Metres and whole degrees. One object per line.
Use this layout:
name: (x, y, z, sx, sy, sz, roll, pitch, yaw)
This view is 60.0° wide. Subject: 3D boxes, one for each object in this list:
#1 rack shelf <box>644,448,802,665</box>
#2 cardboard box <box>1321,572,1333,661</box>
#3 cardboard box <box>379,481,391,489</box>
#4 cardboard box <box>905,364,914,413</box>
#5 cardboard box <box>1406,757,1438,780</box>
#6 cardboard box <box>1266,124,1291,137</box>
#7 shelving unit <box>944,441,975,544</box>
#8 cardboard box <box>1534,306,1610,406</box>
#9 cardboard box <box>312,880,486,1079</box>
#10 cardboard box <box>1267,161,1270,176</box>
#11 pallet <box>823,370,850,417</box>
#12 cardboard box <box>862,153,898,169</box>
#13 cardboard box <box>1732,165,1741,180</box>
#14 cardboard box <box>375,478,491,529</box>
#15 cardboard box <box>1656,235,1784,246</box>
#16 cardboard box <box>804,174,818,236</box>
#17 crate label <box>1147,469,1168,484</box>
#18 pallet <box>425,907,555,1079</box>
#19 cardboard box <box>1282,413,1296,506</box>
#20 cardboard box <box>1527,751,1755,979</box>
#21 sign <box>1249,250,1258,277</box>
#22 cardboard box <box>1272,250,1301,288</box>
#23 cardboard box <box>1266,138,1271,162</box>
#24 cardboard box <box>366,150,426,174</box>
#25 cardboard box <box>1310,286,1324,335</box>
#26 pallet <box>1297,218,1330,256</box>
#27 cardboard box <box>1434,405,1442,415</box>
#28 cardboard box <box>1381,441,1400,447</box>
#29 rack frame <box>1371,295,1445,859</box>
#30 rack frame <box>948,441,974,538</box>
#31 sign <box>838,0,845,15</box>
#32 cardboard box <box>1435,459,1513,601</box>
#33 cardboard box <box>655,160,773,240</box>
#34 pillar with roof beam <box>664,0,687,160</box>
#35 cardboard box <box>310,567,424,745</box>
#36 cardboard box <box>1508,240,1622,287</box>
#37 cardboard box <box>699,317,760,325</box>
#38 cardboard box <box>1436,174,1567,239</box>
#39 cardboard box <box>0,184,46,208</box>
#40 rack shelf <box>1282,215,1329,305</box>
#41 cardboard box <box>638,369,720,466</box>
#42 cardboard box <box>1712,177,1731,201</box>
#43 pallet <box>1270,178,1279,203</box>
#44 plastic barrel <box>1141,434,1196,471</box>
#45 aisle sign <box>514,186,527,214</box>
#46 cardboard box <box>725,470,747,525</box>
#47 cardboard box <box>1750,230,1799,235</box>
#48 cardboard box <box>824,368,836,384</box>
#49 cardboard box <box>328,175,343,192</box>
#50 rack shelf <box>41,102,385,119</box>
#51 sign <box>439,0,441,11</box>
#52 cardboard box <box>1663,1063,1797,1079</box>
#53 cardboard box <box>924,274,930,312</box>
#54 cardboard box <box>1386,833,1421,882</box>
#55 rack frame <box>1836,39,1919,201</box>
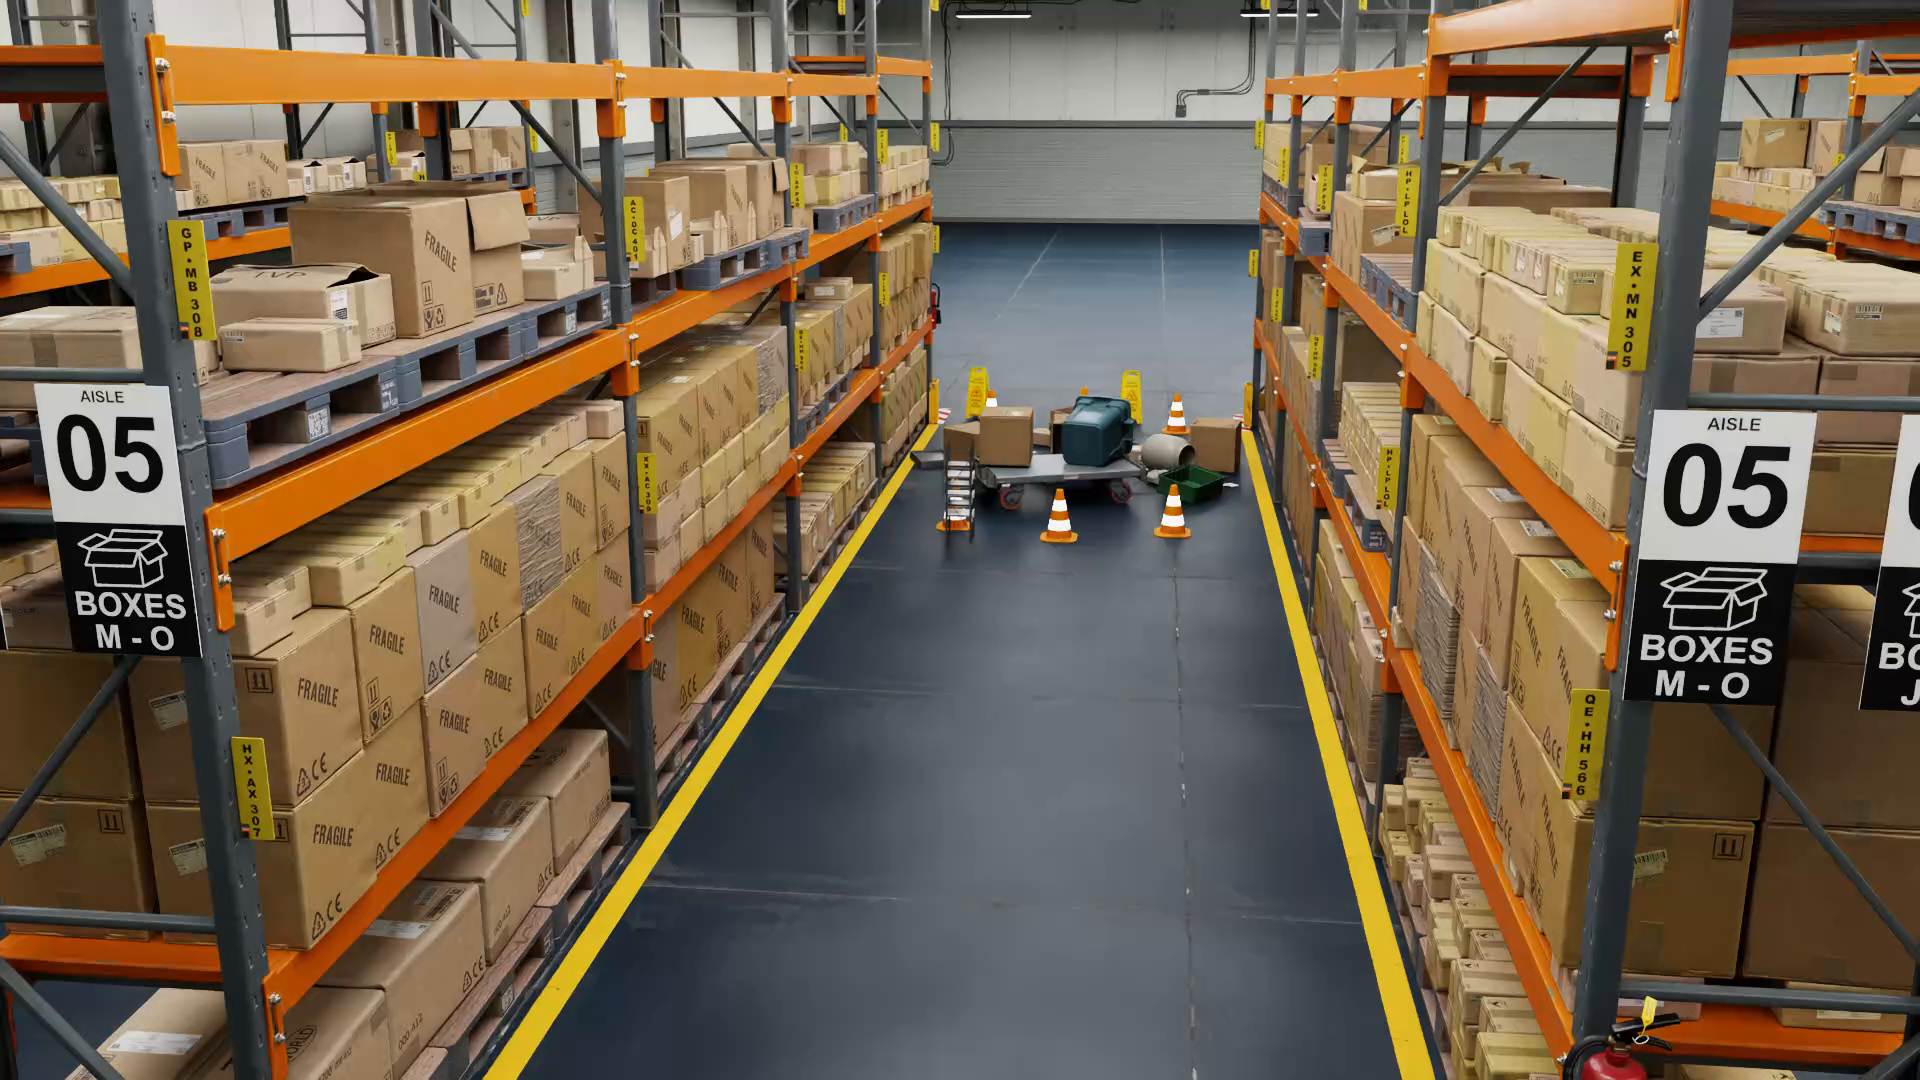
rack shelf: (-1.979, -0.029, 10.989, 1.077, 0.370, 4.000, 2, 15, 6)
cardboard box: (2.790, 0.535, 11.510, 0.500, 0.500, 0.500, 2, 15, 7)
cardboard box: (-2.592, -0.295, 7.244, 0.380, 0.149, 0.250, 2, 15, 6)
cardboard box: (-0.801, -1.726, 18.912, 0.500, 0.500, 0.500, 1, 15, 5)
cardboard box: (2.481, 1.231, 8.467, 0.380, 0.149, 0.250, 2, 15, 9)
cardboard box: (3.696, -4.671, 18.988, 0.380, 0.149, 0.250, 2, 15, 7)
shelving unit: (-0.001, -0.432, 15.125, 0.258, 0.900, 0.210, 2, 15, 6)
cardboard box: (2.130, -0.577, 5.221, 0.500, 0.250, 0.500, 1, 15, 5)
cardboard box: (-2.586, 1.802, 6.943, 0.875, 0.438, 0.875, 2, 15, 8)
cardboard box: (3.637, -4.152, 18.596, 0.380, 0.149, 0.250, 2, 15, 7)
pallet: (-1.570, -1.317, 14.742, 1.003, 0.211, 1.213, 2, 15, 6)
cardboard box: (-0.847, -3.920, 17.208, 0.380, 0.149, 0.250, 2, 15, 6)
cardboard box: (8.602, -3.979, 17.997, 0.380, 0.149, 0.250, 2, 15, 9)
cardboard box: (-2.124, -0.149, 6.706, 0.380, 0.149, 0.250, 1, 15, 5)
cardboard box: (2.833, -1.056, 6.227, 0.380, 0.149, 0.250, 1, 15, 5)
cardboard box: (-1.609, -2.789, 13.875, 0.797, 0.503, 0.637, 2, 15, 6)
crate label: (2.111, -0.652, 17.398, 0.298, 0.136, 0.250, -10, 18, -32)
pallet: (-2.503, 2.001, 7.447, 1.003, 0.211, 1.213, 2, 15, 6)
cardboard box: (3.647, -0.766, 15.842, 1.050, 0.750, 0.750, 2, 15, 6)
cardboard box: (2.069, 0.983, 5.105, 0.500, 0.500, 0.500, 2, 15, 7)
sign: (3.529, -3.324, 19.988, 0.100, 0.325, 0.005, 2, 15, 6)
cardboard box: (3.650, -2.647, 16.938, 0.875, 0.550, 0.550, 2, 15, 6)
cardboard box: (3.714, -4.371, 18.644, 0.500, 0.250, 0.500, 2, 15, 6)
cardboard box: (-5.898, -3.942, 17.511, 0.500, 0.311, 0.500, 2, 15, 7)
cardboard box: (3.464, -1.950, 14.610, 0.700, 0.500, 0.500, 2, 15, 7)
pallet: (3.197, -2.301, 12.628, 1.213, 0.211, 1.003, 2, 15, 9)
cardboard box: (3.573, -0.859, 11.787, 0.380, 0.149, 0.250, 2, 15, 7)
cardboard box: (2.698, -0.485, 9.834, 0.380, 0.149, 0.250, 1, 15, 4)
rack frame: (2.725, 0.262, 8.535, 1.000, 3.000, 0.127, 2, 15, 6)
rack frame: (0.011, -0.459, 15.222, 0.240, 0.900, 0.006, 2, 15, 6)
sign: (-1.390, -6.371, 19.631, 0.100, 0.325, 0.005, 2, 15, 6)
cardboard box: (2.301, -0.038, 6.967, 0.500, 0.500, 0.500, 2, 15, 7)
cardboard box: (-1.676, -2.332, 11.384, 0.700, 0.500, 0.500, 1, 15, 3)
pillar with roof beam: (-1.125, -8.843, 30.713, 9.100, 9.000, 0.400, 2, 15, 6)
cardboard box: (-2.267, 0.398, 5.923, 0.500, 0.500, 0.500, 1, 15, 5)
cardboard box: (2.215, -1.003, 6.033, 0.380, 0.149, 0.250, 1, 15, 5)
cardboard box: (-1.931, -1.550, 13.671, 0.500, 0.500, 0.500, 1, 15, 5)
cardboard box: (3.030, -1.835, 9.542, 0.797, 0.503, 0.637, 1, 15, 6)
cardboard box: (-6.551, -2.383, 11.524, 0.380, 0.149, 0.250, 1, 15, 5)
rack shelf: (3.402, -2.395, 13.992, 1.077, 0.370, 4.000, 2, 15, 6)
cardboard box: (-1.780, -0.757, 10.196, 0.500, 0.500, 0.500, 1, 15, 5)
cardboard box: (8.685, -3.936, 18.602, 0.500, 0.250, 0.500, 2, 15, 8)
pallet: (3.871, -3.746, 17.779, 1.003, 0.211, 1.213, 2, 15, 6)
plastic barrel: (2.232, -0.909, 17.800, 0.421, 0.421, 0.512, -14, 20, -42)
aisle sign: (-5.484, -4.379, 20.716, 0.394, 0.787, 0.004, 2, 15, 6)
cardboard box: (-1.696, -0.288, 10.855, 0.500, 0.250, 0.500, 1, 15, 5)
cardboard box: (9.180, -3.203, 18.671, 0.500, 0.500, 0.500, 2, 15, 6)
cardboard box: (-1.301, -1.473, 14.628, 0.380, 0.149, 0.250, 2, 15, 8)
cardboard box: (-6.056, -3.361, 15.673, 0.380, 0.149, 0.250, 2, 15, 6)
rack shelf: (-6.460, -3.915, 14.632, 1.077, 0.370, 4.000, 2, 15, 6)
sign: (-6.334, -6.557, 20.165, 0.100, 0.325, 0.005, 2, 15, 6)
cardboard box: (2.738, 1.923, 5.909, 0.380, 0.149, 0.250, 2, 15, 6)
cardboard box: (-0.638, -3.013, 19.885, 0.500, 0.500, 0.500, 1, 15, 5)
cardboard box: (2.335, 1.589, 8.283, 0.380, 0.149, 0.250, 2, 15, 8)
rack frame: (8.545, -4.537, 14.788, 1.000, 3.000, 0.127, 2, 15, 6)
